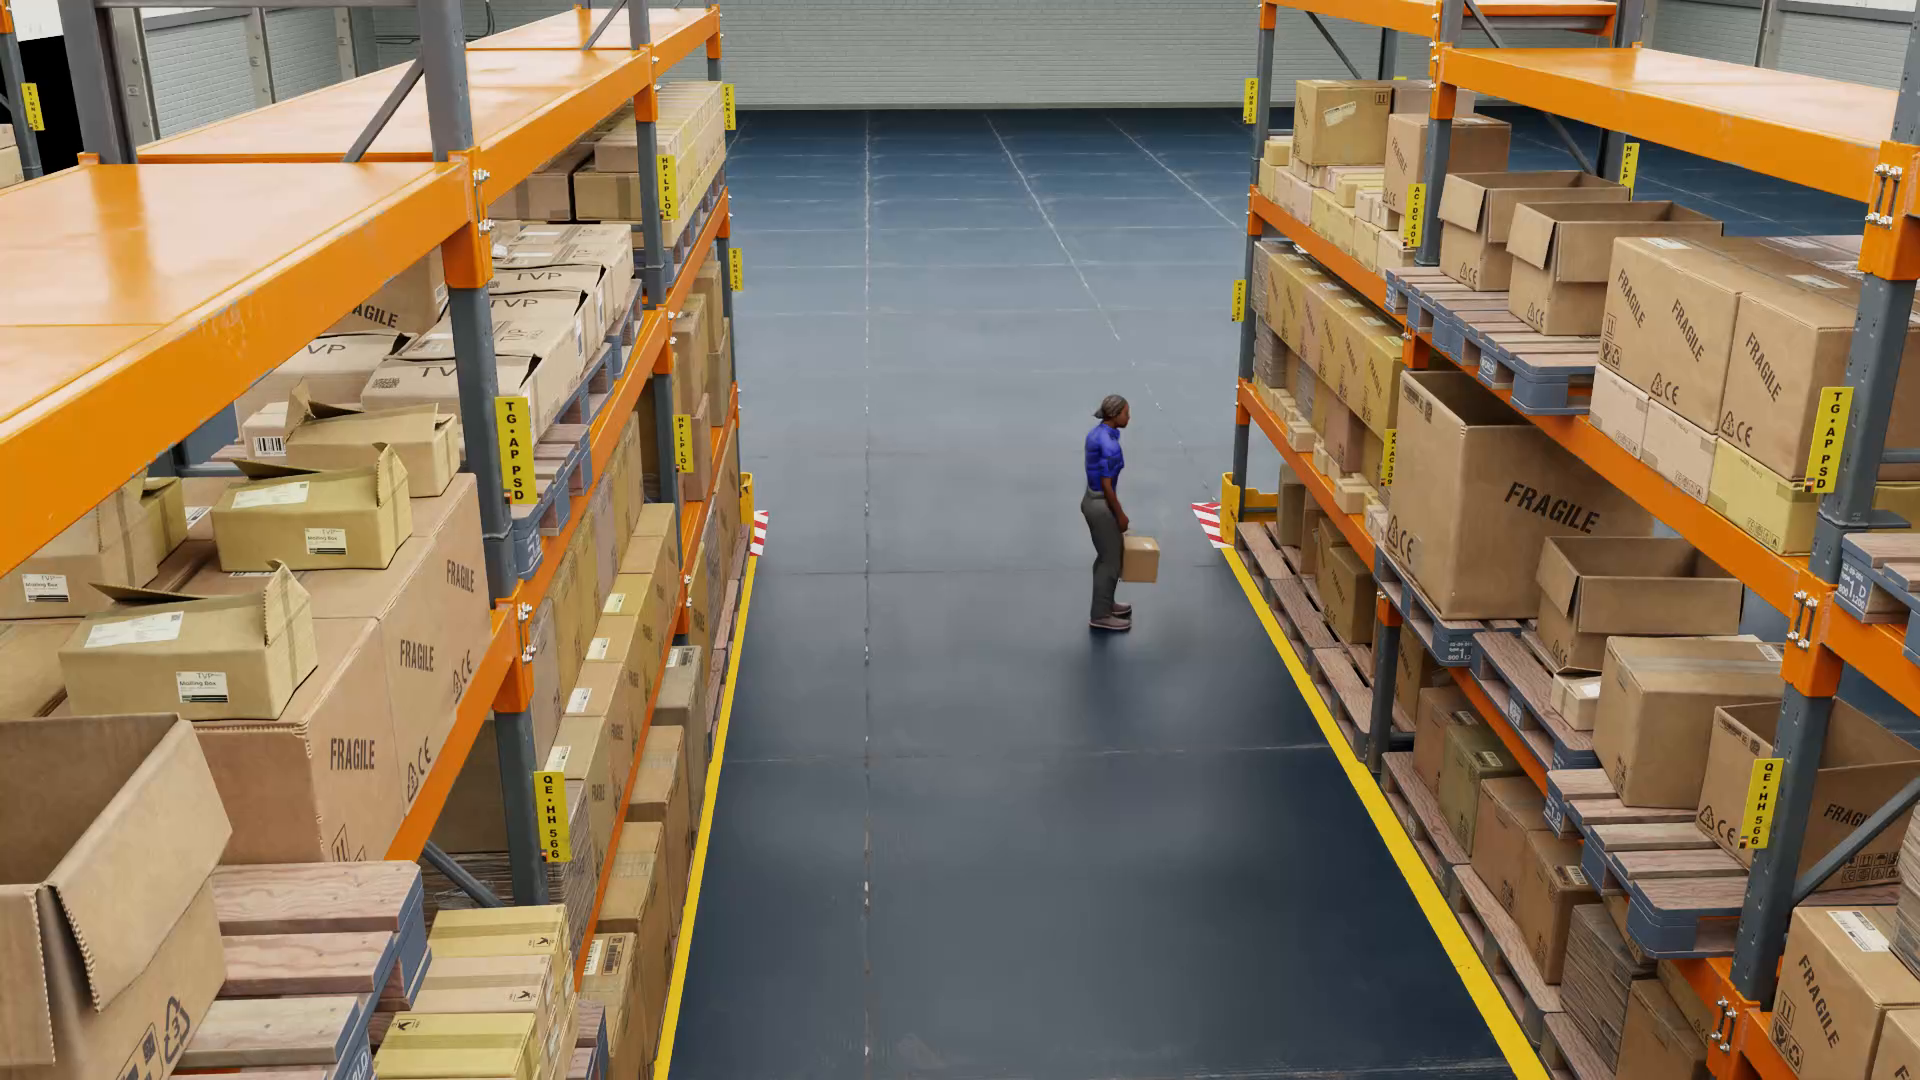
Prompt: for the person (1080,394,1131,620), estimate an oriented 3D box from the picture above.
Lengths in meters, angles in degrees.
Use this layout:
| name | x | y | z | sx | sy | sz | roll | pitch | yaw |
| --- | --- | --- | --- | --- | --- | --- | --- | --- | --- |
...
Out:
| name | x | y | z | sx | sy | sz | roll | pitch | yaw |
| --- | --- | --- | --- | --- | --- | --- | --- | --- | --- |
| person | 1.018 | -0.249 | 11.647 | 0.329 | 1.588 | 0.481 | -2 | 21 | -5 |
